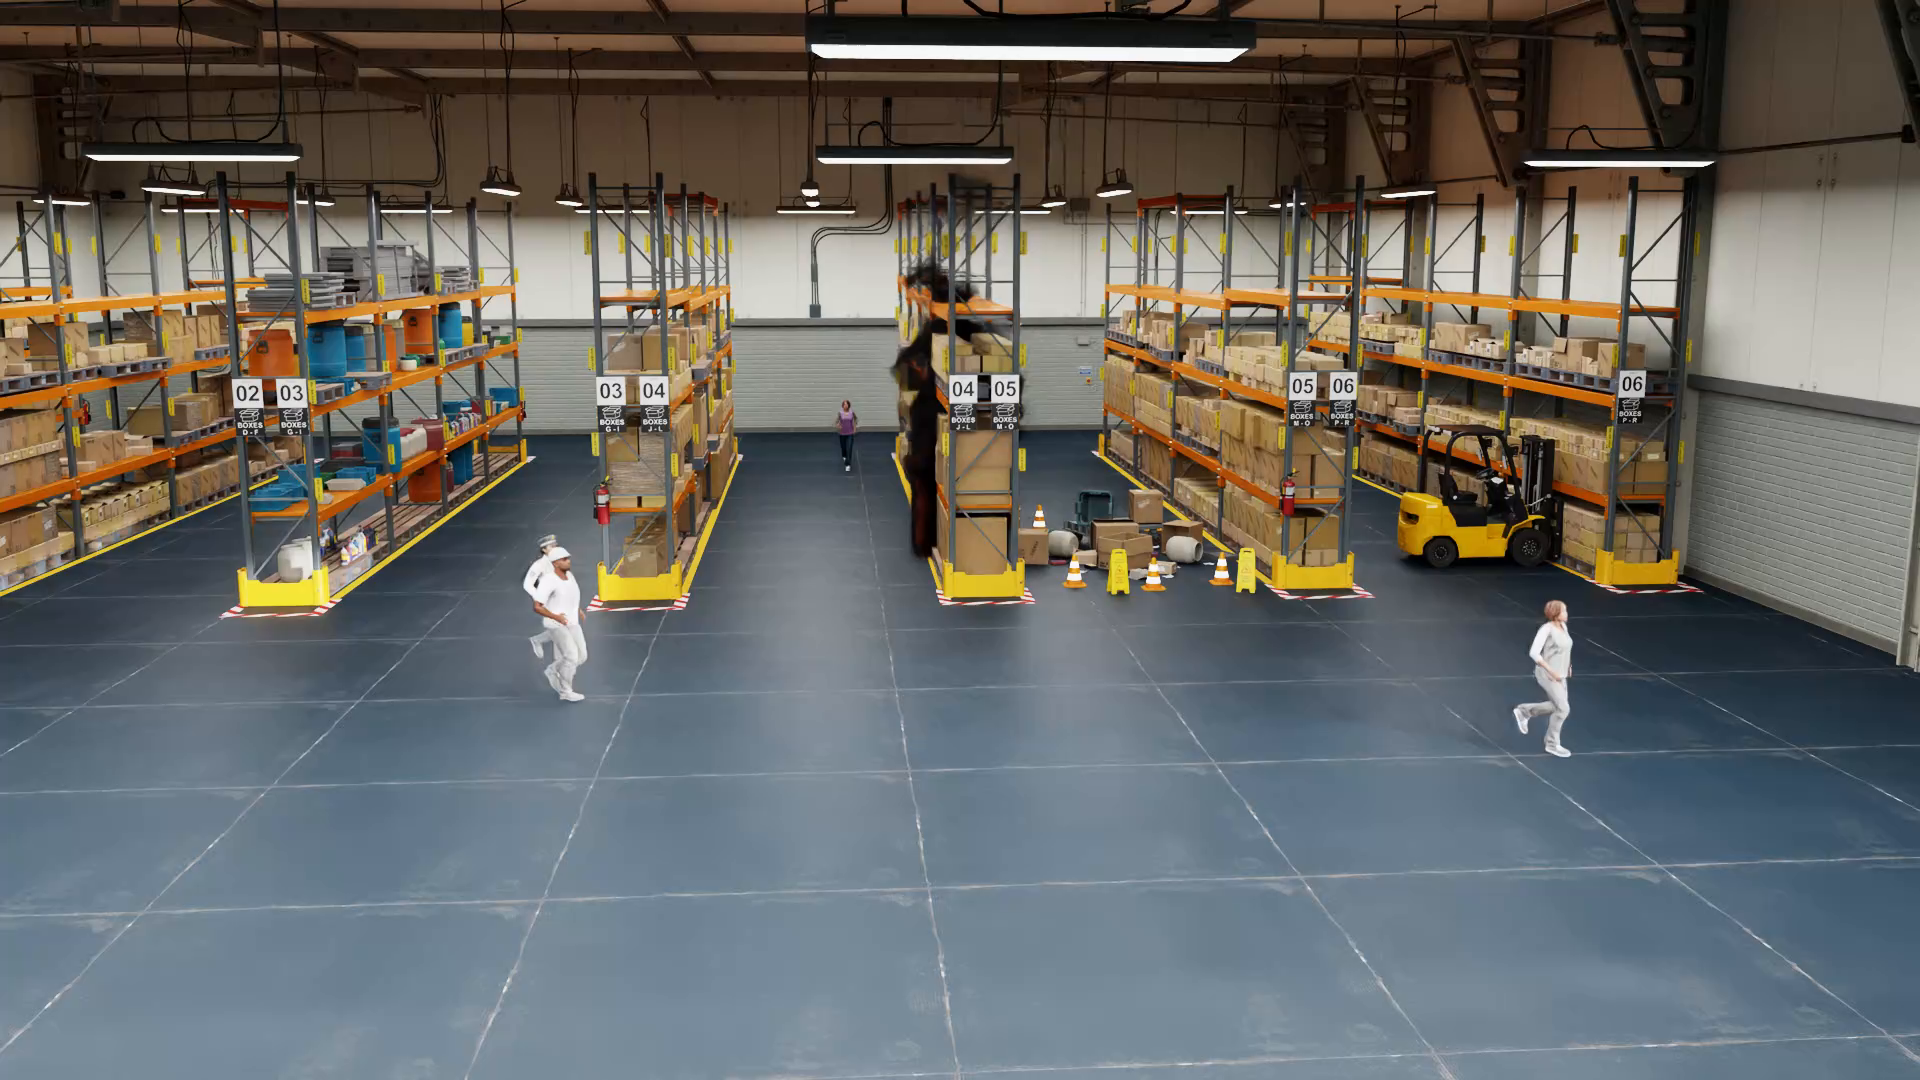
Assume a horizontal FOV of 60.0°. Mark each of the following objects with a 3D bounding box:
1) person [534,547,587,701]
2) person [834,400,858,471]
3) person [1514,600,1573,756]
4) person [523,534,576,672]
[{"bbox_3d":[-4.426,0.931,18.474,0.588,1.727,0.726,4,11,21],"label":"person"},{"bbox_3d":[-2.565,-2.380,37.578,0.542,1.583,0.857,-1,10,-5],"label":"person"},{"bbox_3d":[5.842,1.351,16.617,0.641,1.564,0.562,9,13,42],"label":"person"},{"bbox_3d":[-4.881,0.737,19.723,0.738,1.653,0.655,6,12,29],"label":"person"}]
